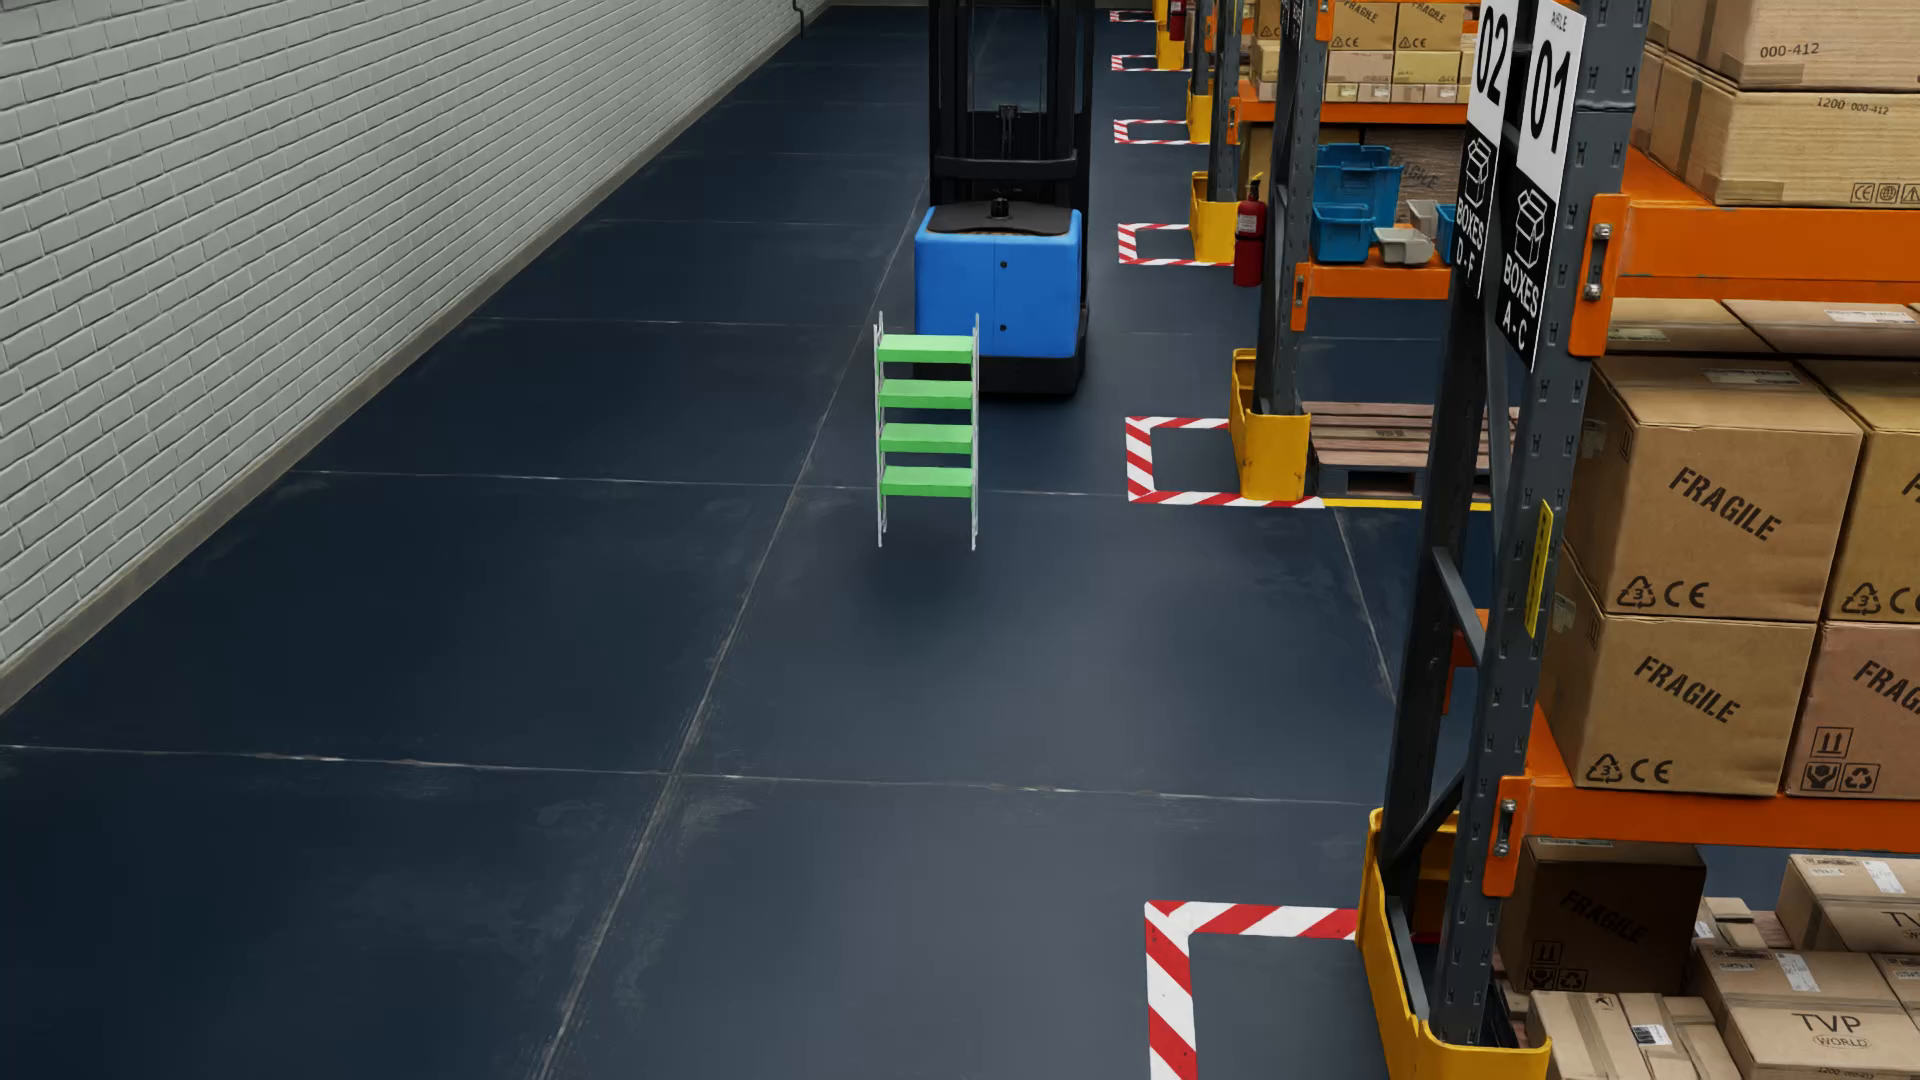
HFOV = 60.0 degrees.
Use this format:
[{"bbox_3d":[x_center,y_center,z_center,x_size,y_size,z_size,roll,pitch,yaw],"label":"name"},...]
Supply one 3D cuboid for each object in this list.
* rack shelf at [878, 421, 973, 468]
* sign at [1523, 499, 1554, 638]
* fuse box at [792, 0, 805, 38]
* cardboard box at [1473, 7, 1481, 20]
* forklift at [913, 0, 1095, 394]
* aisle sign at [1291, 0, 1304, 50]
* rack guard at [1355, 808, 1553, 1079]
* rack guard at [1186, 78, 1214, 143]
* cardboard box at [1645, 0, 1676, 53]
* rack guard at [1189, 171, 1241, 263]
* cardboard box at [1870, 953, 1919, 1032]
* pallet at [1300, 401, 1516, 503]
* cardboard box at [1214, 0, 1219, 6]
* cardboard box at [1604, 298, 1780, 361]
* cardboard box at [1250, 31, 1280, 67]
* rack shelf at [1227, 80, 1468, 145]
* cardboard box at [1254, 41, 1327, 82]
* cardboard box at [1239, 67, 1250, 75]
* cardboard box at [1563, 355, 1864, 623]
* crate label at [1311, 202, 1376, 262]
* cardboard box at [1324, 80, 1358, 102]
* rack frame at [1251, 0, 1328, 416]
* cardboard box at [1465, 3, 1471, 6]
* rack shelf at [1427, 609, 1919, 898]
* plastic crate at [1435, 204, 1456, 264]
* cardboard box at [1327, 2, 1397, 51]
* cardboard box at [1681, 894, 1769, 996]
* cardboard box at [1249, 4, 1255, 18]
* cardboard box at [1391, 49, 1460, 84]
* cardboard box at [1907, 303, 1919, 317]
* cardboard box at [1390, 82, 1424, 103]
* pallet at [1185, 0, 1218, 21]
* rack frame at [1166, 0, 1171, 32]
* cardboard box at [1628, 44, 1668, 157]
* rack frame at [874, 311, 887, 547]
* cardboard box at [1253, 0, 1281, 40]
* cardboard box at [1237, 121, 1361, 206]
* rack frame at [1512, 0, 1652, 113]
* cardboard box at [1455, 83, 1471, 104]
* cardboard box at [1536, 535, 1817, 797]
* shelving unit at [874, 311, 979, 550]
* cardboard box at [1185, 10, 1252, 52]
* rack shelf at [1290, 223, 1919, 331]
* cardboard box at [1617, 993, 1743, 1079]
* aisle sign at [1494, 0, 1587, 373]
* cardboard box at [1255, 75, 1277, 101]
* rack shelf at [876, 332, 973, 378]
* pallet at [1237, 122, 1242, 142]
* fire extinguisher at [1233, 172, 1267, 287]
[{"bbox_3d":[-0.165,-0.492,8.537,0.480,0.148,0.258,2,25,4],"label":"rack shelf"},{"bbox_3d":[1.381,0.069,3.976,0.005,0.325,0.100,2,25,4],"label":"sign"},{"bbox_3d":[-2.374,-8.479,25.130,0.414,1.711,0.539,2,25,4],"label":"fuse box"},{"bbox_3d":[5.572,-5.659,17.760,0.250,0.149,0.380,1,25,3],"label":"cardboard box"},{"bbox_3d":[0.363,-2.841,11.419,1.130,2.935,3.031,2,25,5],"label":"forklift"},{"bbox_3d":[1.711,-2.888,8.327,0.004,0.787,0.394,2,25,4],"label":"aisle sign"},{"bbox_3d":[1.498,1.374,5.165,0.348,0.500,1.175,2,25,4],"label":"rack guard"},{"bbox_3d":[2.741,-4.818,18.624,0.348,0.500,1.175,2,25,4],"label":"rack guard"},{"bbox_3d":[1.954,-1.375,4.143,0.500,0.250,0.500,2,25,4],"label":"cardboard box"},{"bbox_3d":[2.161,-2.758,14.145,0.348,0.500,1.175,2,25,4],"label":"rack guard"},{"bbox_3d":[2.940,1.453,4.767,0.500,0.250,0.500,2,25,4],"label":"cardboard box"},{"bbox_3d":[2.625,-0.519,9.625,1.213,0.211,1.003,2,25,4],"label":"pallet"},{"bbox_3d":[4.343,-8.898,27.408,0.250,0.149,0.380,1,25,2],"label":"cardboard box"},{"bbox_3d":[1.887,-0.364,4.636,0.500,0.500,0.500,2,25,4],"label":"cardboard box"},{"bbox_3d":[2.688,-4.055,13.797,0.500,0.250,0.500,1,25,3],"label":"cardboard box"},{"bbox_3d":[4.179,-3.502,13.632,4.000,0.370,1.077,2,25,4],"label":"rack shelf"},{"bbox_3d":[2.643,-3.832,13.312,0.500,0.250,0.500,1,25,3],"label":"cardboard box"},{"bbox_3d":[3.212,-5.211,18.683,0.250,0.149,0.380,2,25,5],"label":"cardboard box"},{"bbox_3d":[1.845,-0.139,4.148,0.500,0.500,0.500,3,25,6],"label":"cardboard box"},{"bbox_3d":[2.026,-1.634,8.842,0.303,0.233,0.416,2,25,4],"label":"crate label"},{"bbox_3d":[3.025,-3.614,13.316,0.250,0.149,0.380,1,25,3],"label":"cardboard box"},{"bbox_3d":[1.805,-1.828,9.134,0.127,3.000,1.000,2,25,4],"label":"rack frame"},{"bbox_3d":[5.136,-5.940,17.596,0.500,0.500,0.500,2,25,4],"label":"cardboard box"},{"bbox_3d":[3.417,0.627,4.659,4.000,0.370,1.077,2,25,4],"label":"rack shelf"},{"bbox_3d":[2.683,-1.613,8.796,0.300,0.233,0.416,2,25,4],"label":"plastic crate"},{"bbox_3d":[3.141,-4.156,13.120,0.500,0.500,0.500,1,25,3],"label":"cardboard box"},{"bbox_3d":[2.380,1.289,5.224,0.250,0.166,0.380,2,25,4],"label":"cardboard box"},{"bbox_3d":[3.220,-5.704,17.859,0.250,0.149,0.380,3,25,6],"label":"cardboard box"},{"bbox_3d":[3.662,-3.800,13.244,0.500,0.250,0.500,1,25,2],"label":"cardboard box"},{"bbox_3d":[2.908,-0.333,4.570,0.500,0.500,0.500,3,25,5],"label":"cardboard box"},{"bbox_3d":[3.538,-3.597,13.280,0.250,0.149,0.380,1,25,3],"label":"cardboard box"},{"bbox_3d":[4.190,-8.797,27.616,1.213,0.211,1.003,2,25,4],"label":"pallet"},{"bbox_3d":[2.943,-8.023,22.597,0.127,3.000,1.000,2,25,4],"label":"rack frame"},{"bbox_3d":[1.955,-1.152,4.255,0.500,0.250,0.500,2,25,4],"label":"cardboard box"},{"bbox_3d":[-0.408,-0.558,8.528,0.015,1.200,0.240,2,25,4],"label":"rack frame"},{"bbox_3d":[2.691,-4.394,13.637,0.500,0.500,0.500,2,25,5],"label":"cardboard box"},{"bbox_3d":[2.829,-3.131,14.005,0.875,0.875,0.875,2,25,4],"label":"cardboard box"},{"bbox_3d":[1.423,-2.489,3.394,0.127,3.000,1.000,2,25,4],"label":"rack frame"},{"bbox_3d":[4.047,-3.581,13.244,0.250,0.149,0.380,1,25,3],"label":"cardboard box"},{"bbox_3d":[1.845,0.315,4.358,0.500,0.500,0.500,2,25,5],"label":"cardboard box"},{"bbox_3d":[-0.165,-0.550,8.511,0.503,1.200,0.258,2,25,4],"label":"shelving unit"},{"bbox_3d":[3.609,-7.070,23.089,0.875,0.438,0.875,1,25,2],"label":"cardboard box"},{"bbox_3d":[3.800,-1.437,9.146,4.000,0.370,1.077,2,25,4],"label":"rack shelf"},{"bbox_3d":[2.063,1.488,4.791,0.250,0.166,0.380,2,25,4],"label":"cardboard box"},{"bbox_3d":[1.332,-0.824,3.843,0.004,0.787,0.394,2,25,4],"label":"aisle sign"},{"bbox_3d":[2.513,-3.629,13.350,0.250,0.149,0.380,2,25,5],"label":"cardboard box"},{"bbox_3d":[-0.165,-0.928,8.337,0.480,0.148,0.258,2,25,4],"label":"rack shelf"},{"bbox_3d":[3.548,-4.646,18.595,1.213,0.211,1.003,2,25,4],"label":"pallet"},{"bbox_3d":[1.690,-1.818,9.651,0.183,0.674,0.296,2,25,4],"label":"fire extinguisher"}]
